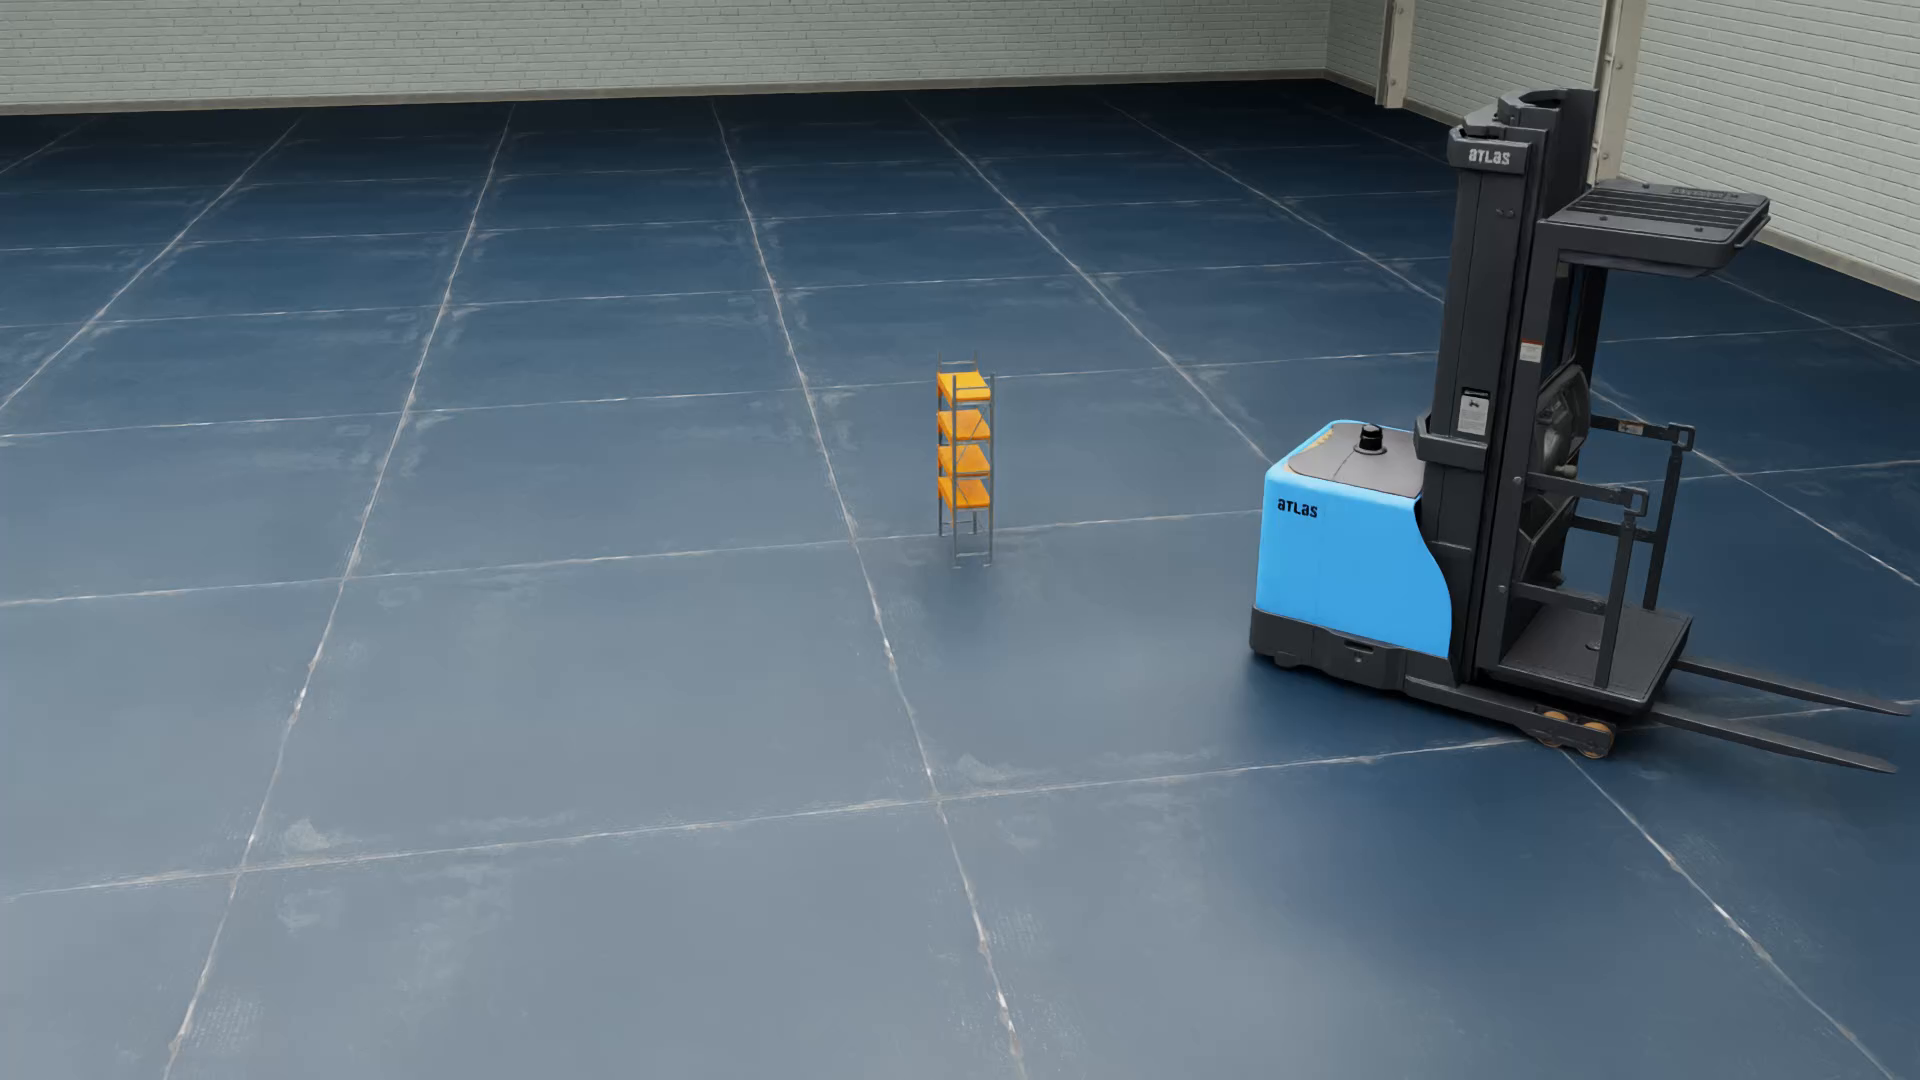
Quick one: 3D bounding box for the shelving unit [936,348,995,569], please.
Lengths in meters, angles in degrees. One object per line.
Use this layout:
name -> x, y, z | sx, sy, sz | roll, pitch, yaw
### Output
shelving unit -> 0.031, -0.485, 9.861 | 0.258, 1.200, 0.503 | -4, 24, -10

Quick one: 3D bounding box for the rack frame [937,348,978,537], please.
rack frame -> -0.015, -0.581, 10.081 | 0.240, 1.200, 0.015 | -4, 24, -10

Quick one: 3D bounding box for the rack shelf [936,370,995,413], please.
rack shelf -> 0.031, -0.845, 9.703 | 0.258, 0.148, 0.480 | -4, 24, -10

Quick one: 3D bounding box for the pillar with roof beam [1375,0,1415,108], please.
pillar with roof beam -> 2.350, -10.458, 22.951 | 9.100, 9.000, 0.400 | -4, 24, -10

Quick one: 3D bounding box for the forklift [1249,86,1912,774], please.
forklift -> 3.045, -0.552, 7.852 | 3.031, 2.935, 1.130 | 15, 28, 30

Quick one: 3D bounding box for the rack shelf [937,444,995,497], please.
rack shelf -> 0.031, -0.423, 9.888 | 0.258, 0.148, 0.480 | -4, 24, -10

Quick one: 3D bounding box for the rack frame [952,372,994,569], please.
rack frame -> 0.076, -0.389, 9.641 | 0.240, 1.200, 0.015 | -4, 24, -10

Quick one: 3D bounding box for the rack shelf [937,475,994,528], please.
rack shelf -> 0.031, -0.241, 9.967 | 0.258, 0.148, 0.480 | -4, 24, -10

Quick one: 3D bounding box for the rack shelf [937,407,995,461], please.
rack shelf -> 0.031, -0.628, 9.798 | 0.258, 0.148, 0.480 | -4, 24, -10

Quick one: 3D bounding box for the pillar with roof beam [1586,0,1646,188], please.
pillar with roof beam -> 3.460, -8.098, 17.548 | 9.100, 9.000, 0.400 | -4, 24, -10
